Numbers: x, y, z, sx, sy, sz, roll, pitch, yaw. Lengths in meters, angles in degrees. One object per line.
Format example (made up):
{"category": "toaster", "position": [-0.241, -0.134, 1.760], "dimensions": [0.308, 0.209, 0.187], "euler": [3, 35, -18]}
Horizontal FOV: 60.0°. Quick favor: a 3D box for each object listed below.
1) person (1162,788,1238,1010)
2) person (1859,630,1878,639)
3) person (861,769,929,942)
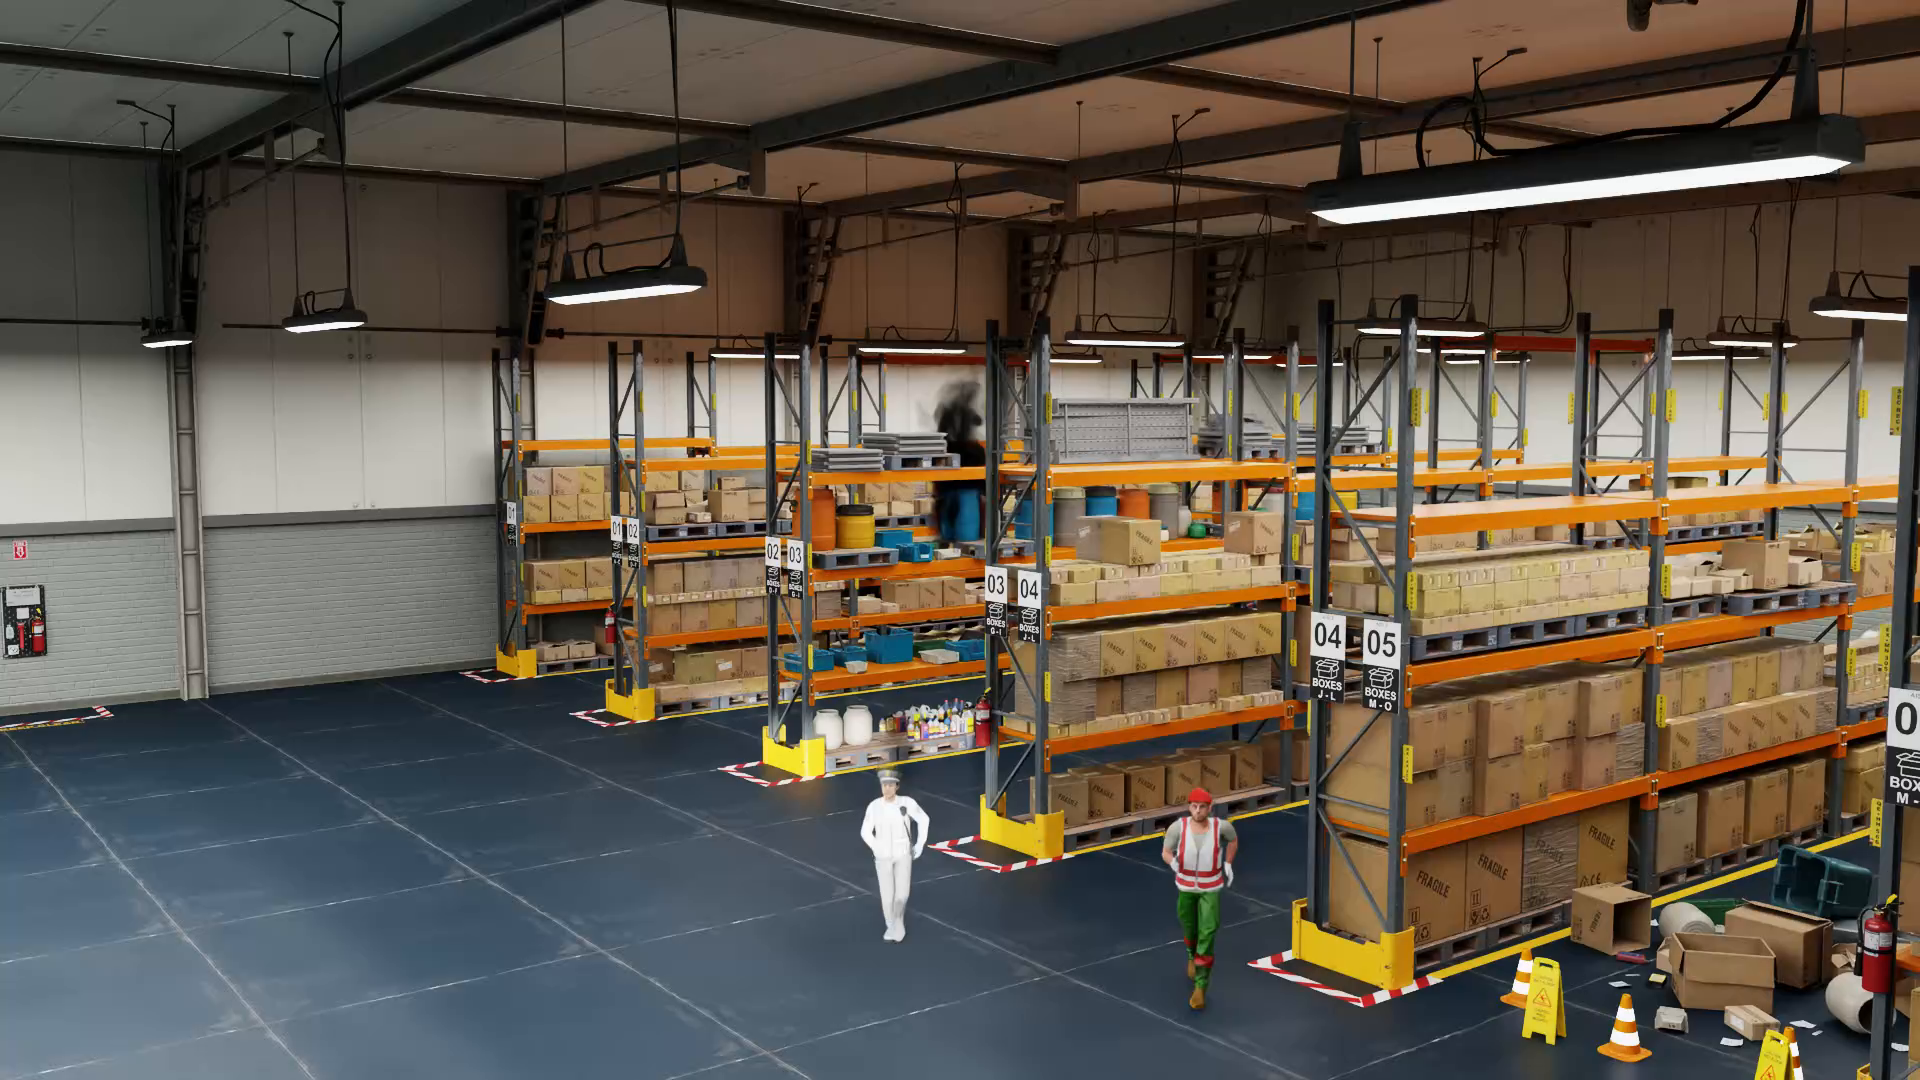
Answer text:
{"category": "person", "position": [2.038, 2.987, 14.250], "dimensions": [0.612, 1.784, 0.993], "euler": [2, 5, 17]}
{"category": "person", "position": [13.696, 2.170, 24.764], "dimensions": [0.886, 1.705, 0.675], "euler": [-3, 6, -27]}
{"category": "person", "position": [-0.620, 2.969, 15.594], "dimensions": [0.628, 1.647, 0.593], "euler": [0, 5, 3]}
